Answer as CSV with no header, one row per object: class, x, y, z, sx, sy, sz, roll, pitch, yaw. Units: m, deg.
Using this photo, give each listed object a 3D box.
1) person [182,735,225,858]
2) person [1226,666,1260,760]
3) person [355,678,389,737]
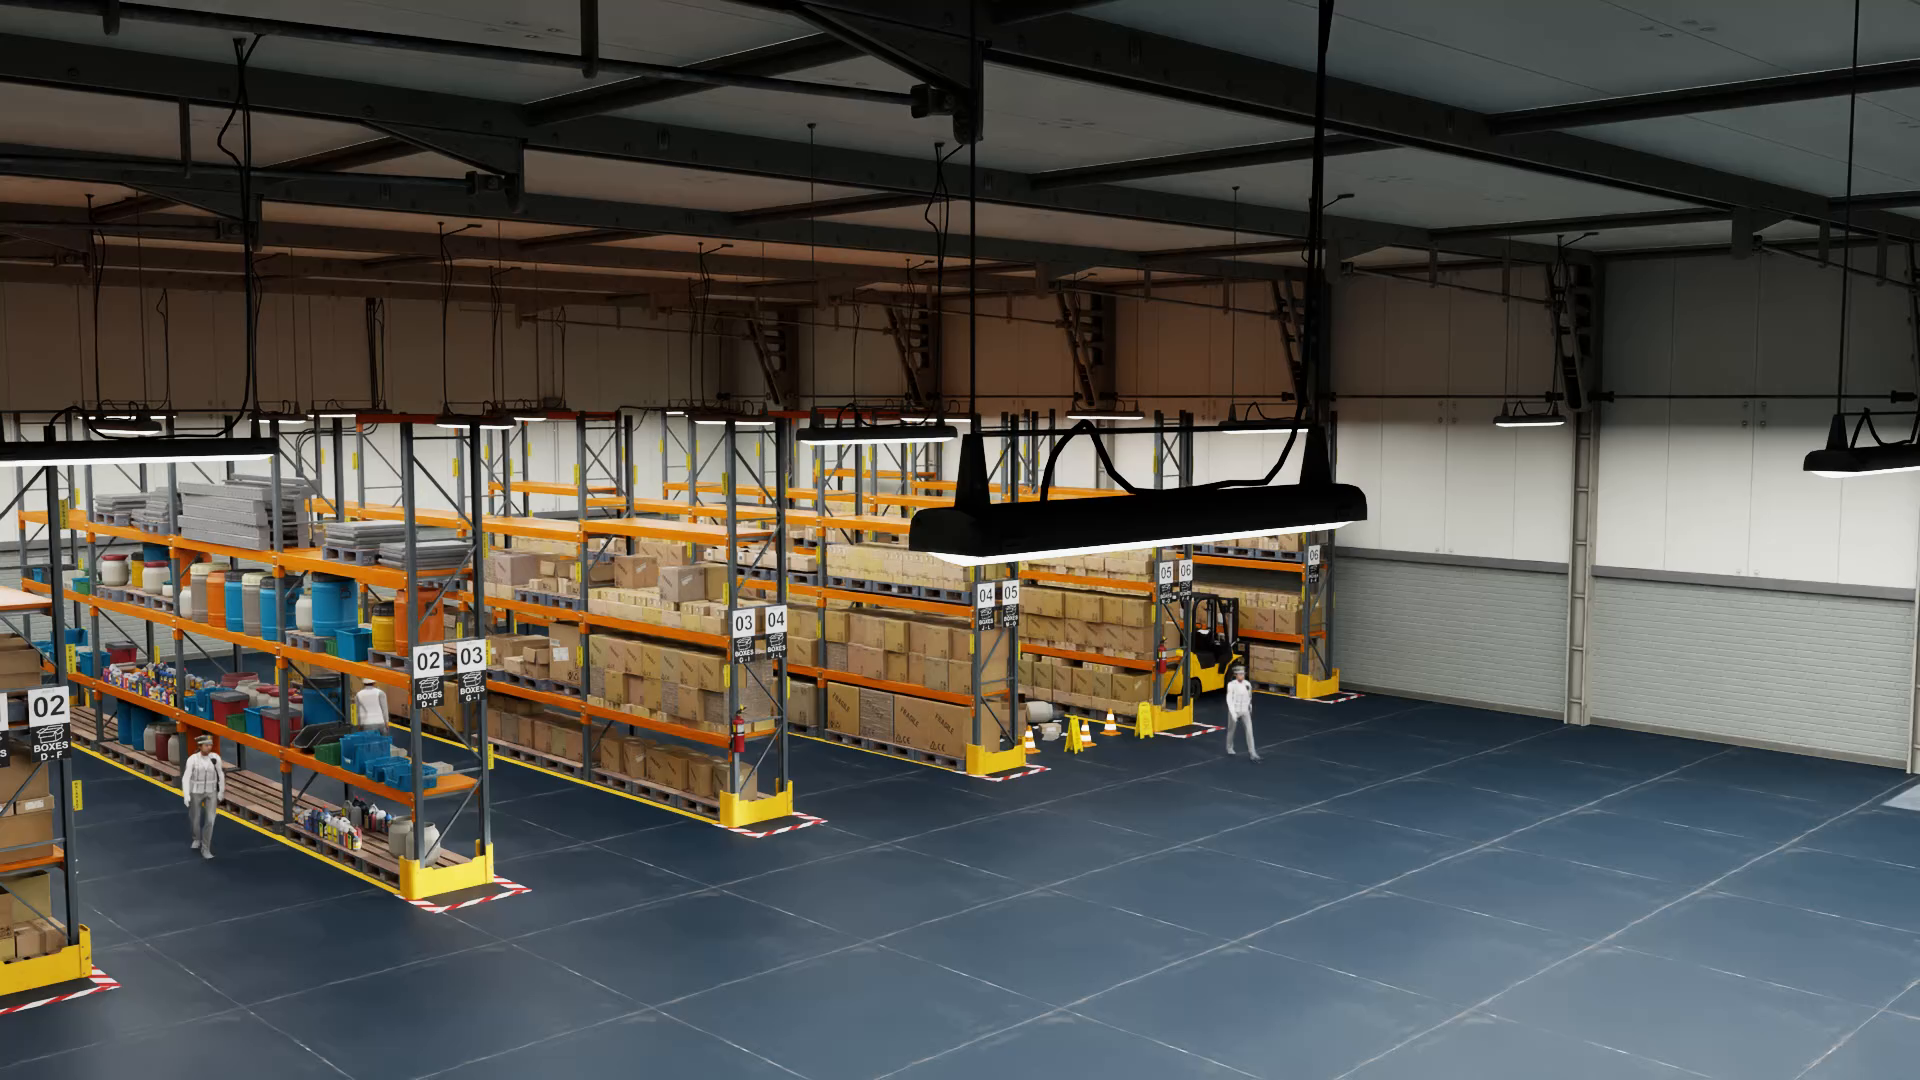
person,-10.463,3.533,23.012,0.566,1.702,0.662,-3,6,-35
person,4.888,2.992,28.946,0.515,1.616,1.032,0,5,-2
person,-9.704,3.054,27.494,0.541,1.763,0.541,-3,6,-31
